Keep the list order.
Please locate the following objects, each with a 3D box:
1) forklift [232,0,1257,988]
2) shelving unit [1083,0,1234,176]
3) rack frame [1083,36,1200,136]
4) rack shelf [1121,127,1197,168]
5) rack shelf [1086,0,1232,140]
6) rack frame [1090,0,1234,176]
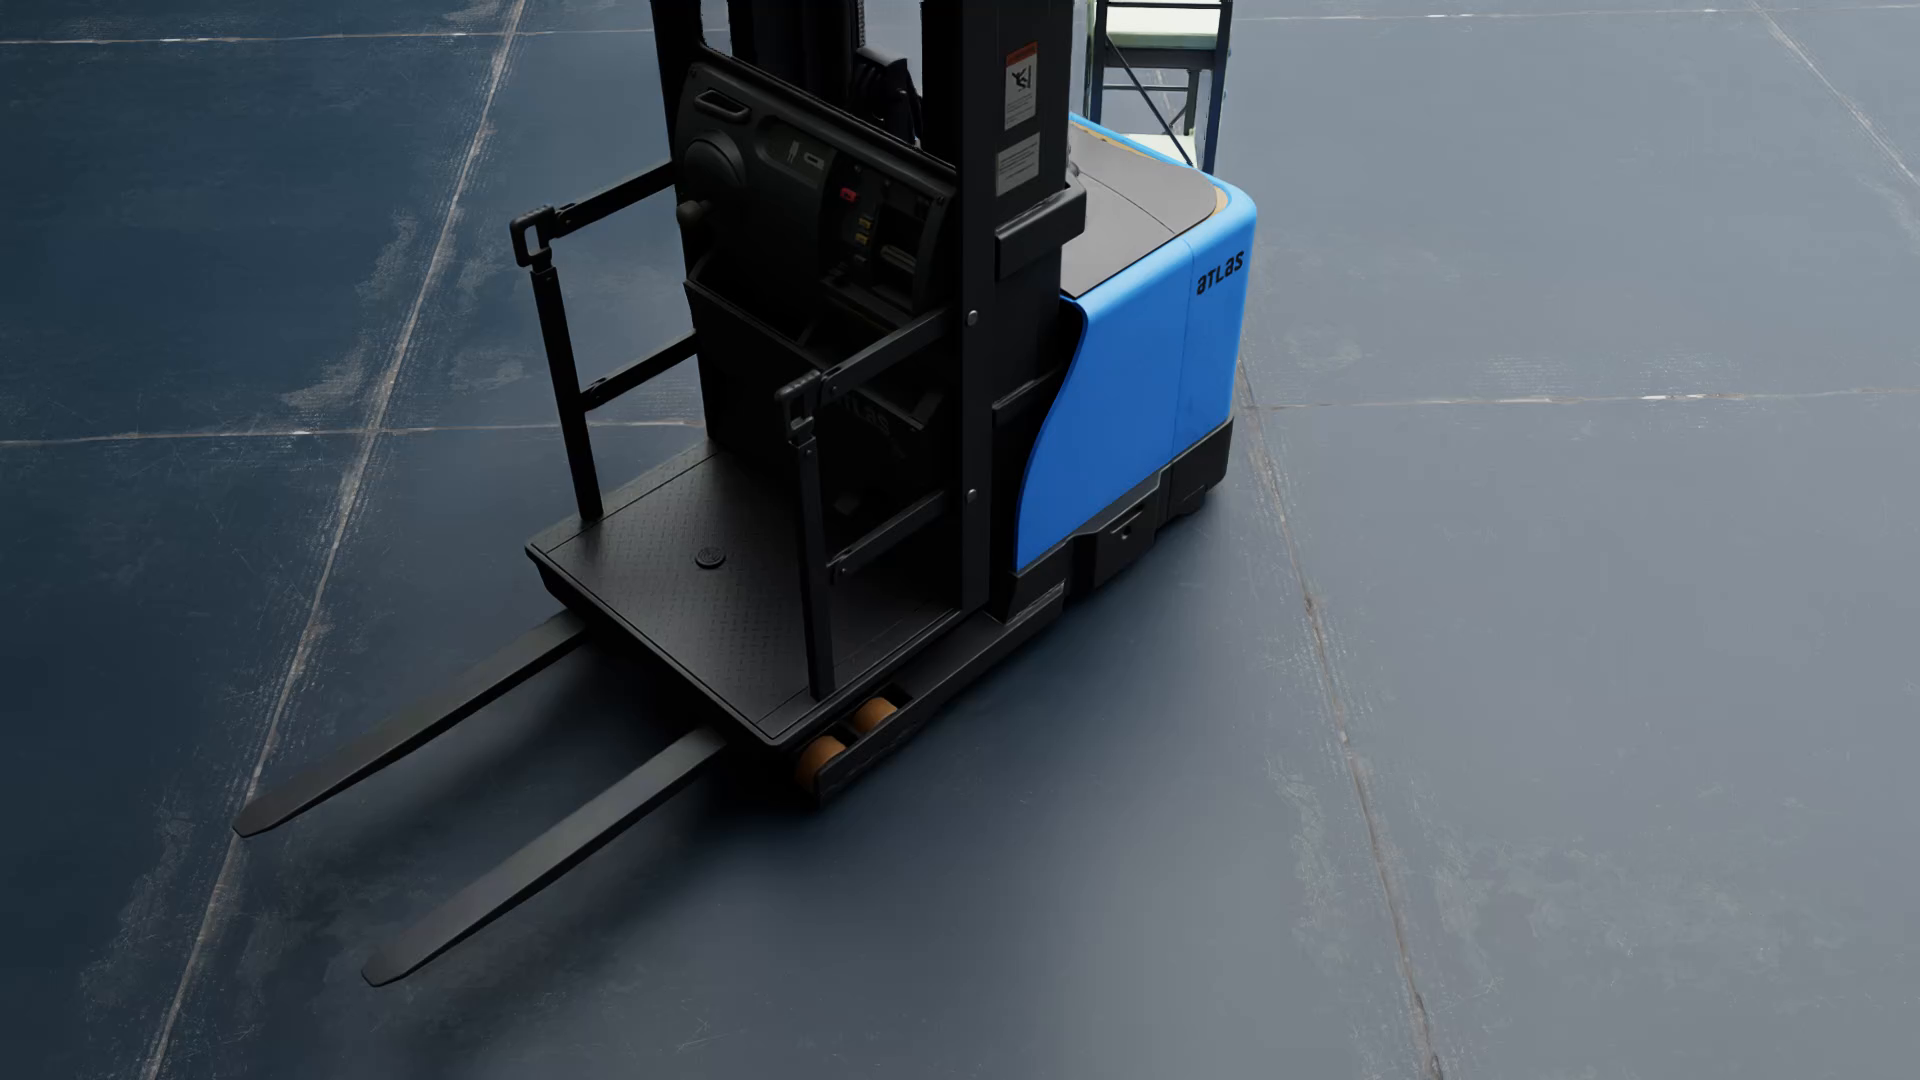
[{"bbox_3d":[-0.523,-0.782,3.934,1.130,2.935,3.031,33,52,31],"label":"forklift"},{"bbox_3d":[0.621,-1.349,5.611,0.431,1.500,0.755,2,43,2],"label":"shelving unit"},{"bbox_3d":[0.640,-1.596,5.881,0.400,1.500,0.023,2,43,2],"label":"rack frame"},{"bbox_3d":[0.621,-1.108,5.832,0.431,0.370,0.720,2,43,2],"label":"rack shelf"},{"bbox_3d":[0.621,-1.636,5.348,0.431,0.370,0.720,2,43,2],"label":"rack shelf"},{"bbox_3d":[0.603,-1.102,5.342,0.400,1.500,0.023,2,43,2],"label":"rack frame"}]
